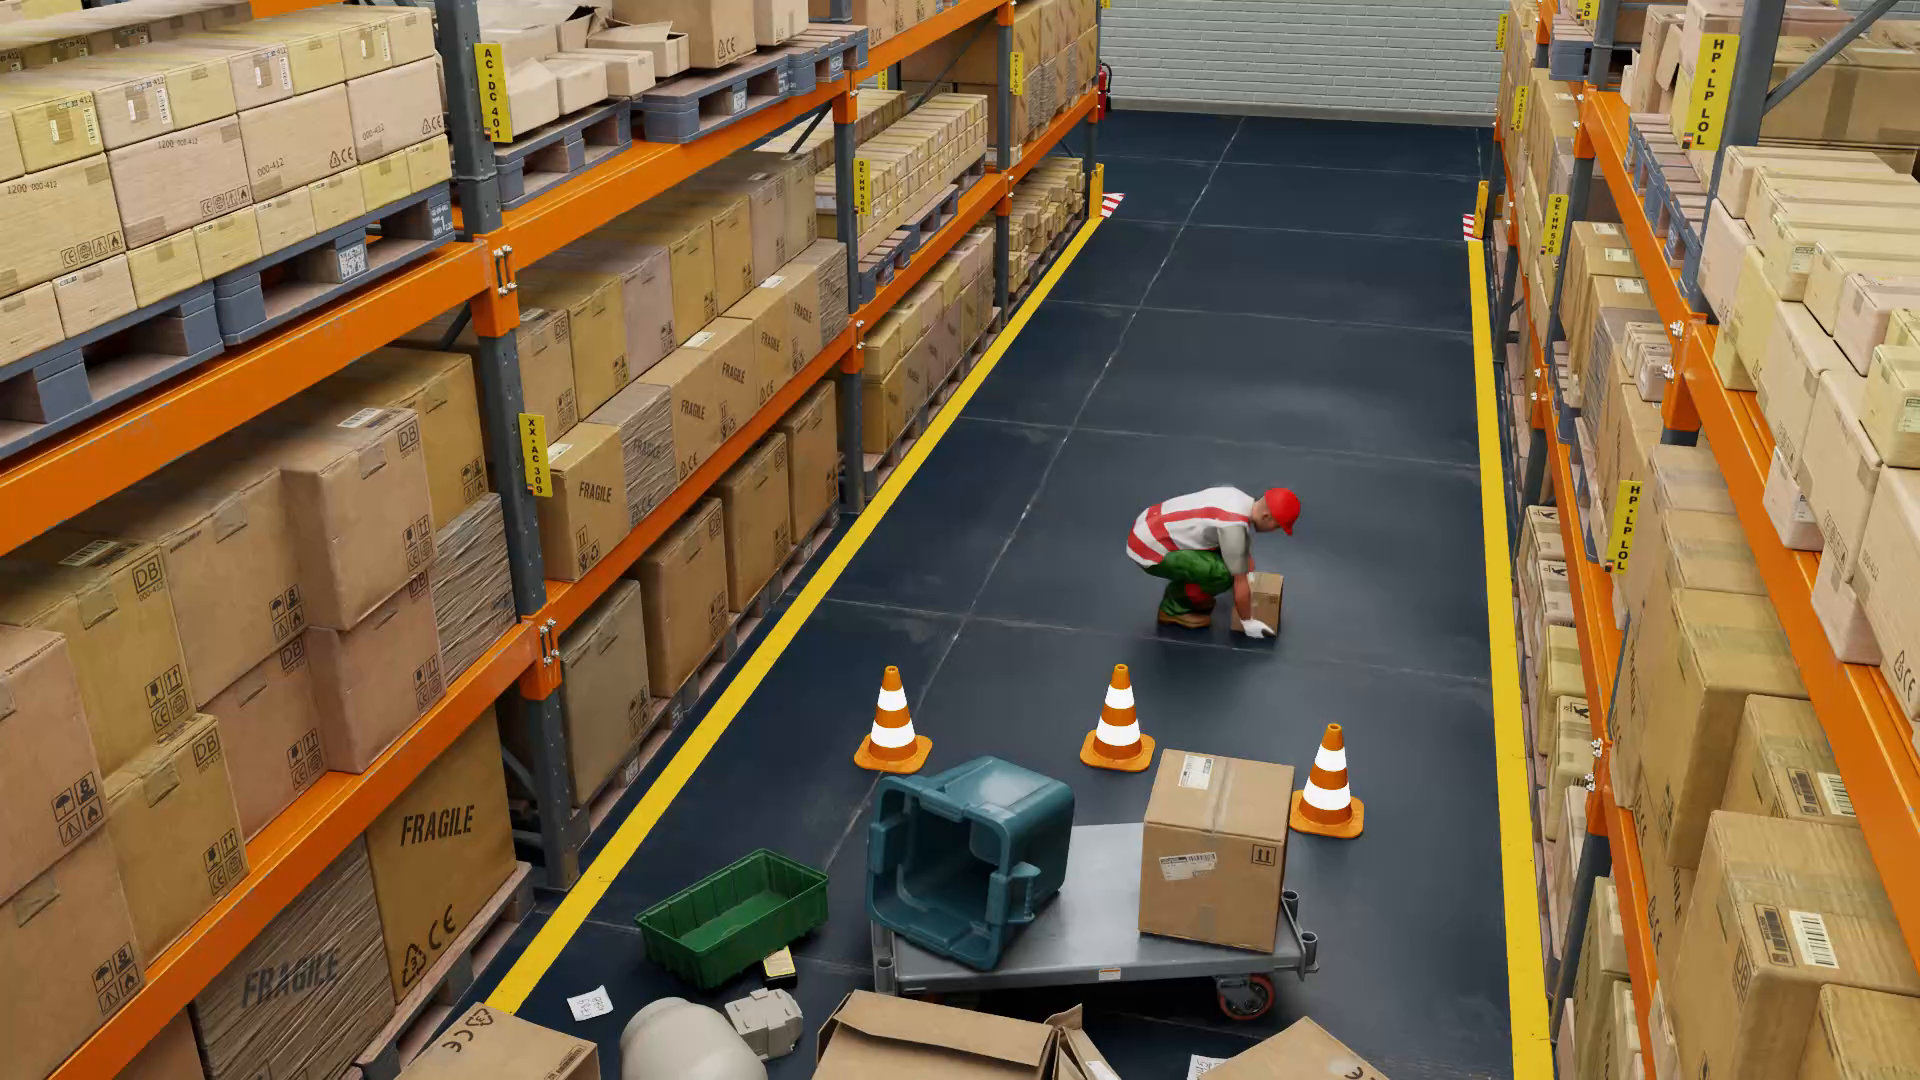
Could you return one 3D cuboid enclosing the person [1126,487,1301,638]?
[{"bbox_3d":[1.376,0.104,9.138,0.916,0.876,0.538,6,26,13],"label":"person"}]
